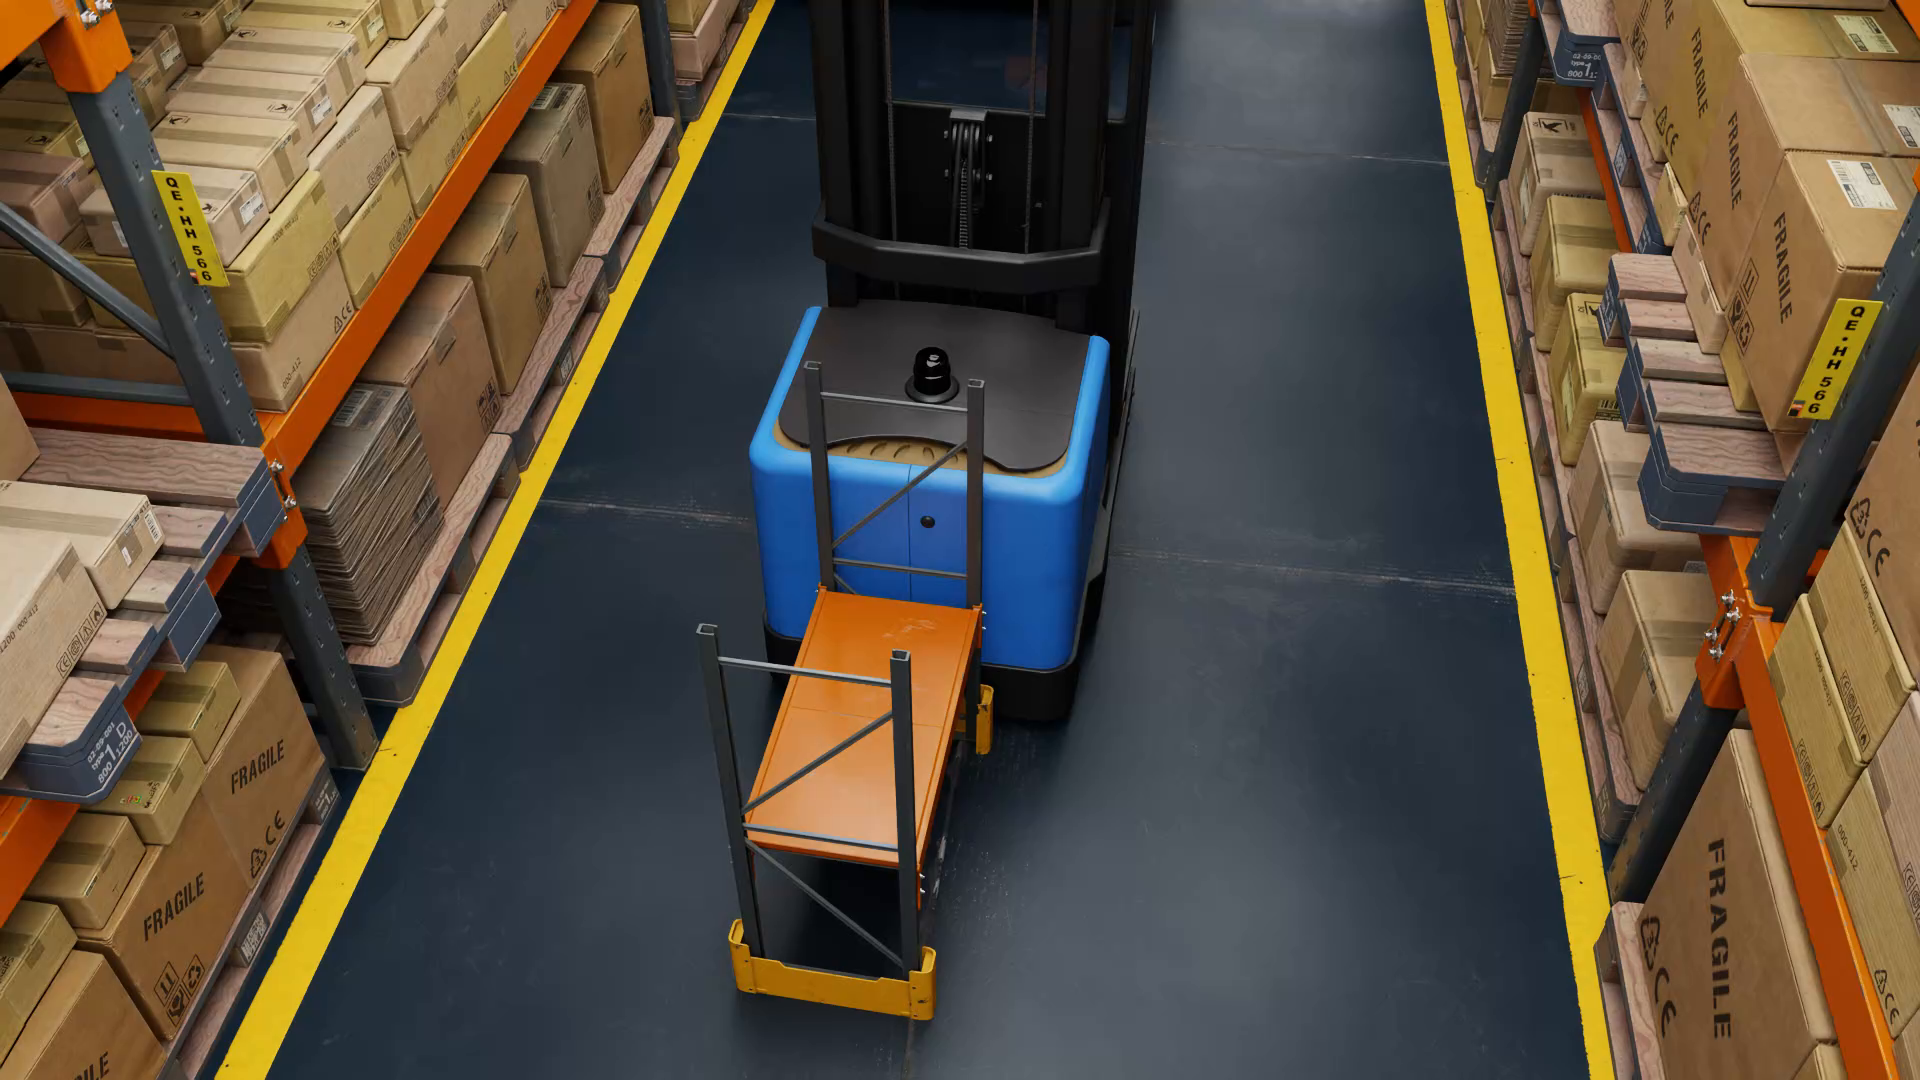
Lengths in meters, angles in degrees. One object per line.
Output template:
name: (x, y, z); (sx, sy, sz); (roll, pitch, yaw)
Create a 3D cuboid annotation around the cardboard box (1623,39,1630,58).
cardboard box: (2.518, -1.694, 5.735); (0.380, 0.149, 0.250); (6, 44, 6)

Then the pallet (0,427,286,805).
pallet: (-2.451, 0.125, 4.076); (1.213, 0.211, 1.003); (5, 44, 6)

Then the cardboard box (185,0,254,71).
cardboard box: (-2.513, -1.561, 5.462); (0.500, 0.250, 0.500); (5, 44, 5)

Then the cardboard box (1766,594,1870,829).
cardboard box: (2.175, 0.401, 3.754); (0.500, 0.250, 0.500); (5, 44, 5)

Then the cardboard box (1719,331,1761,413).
cardboard box: (2.263, -0.460, 4.431); (0.380, 0.149, 0.250); (6, 44, 6)

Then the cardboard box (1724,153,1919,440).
cardboard box: (2.274, -0.596, 4.103); (0.500, 0.500, 0.500); (4, 44, 4)

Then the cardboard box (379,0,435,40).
cardboard box: (-1.937, -1.756, 5.378); (0.380, 0.149, 0.250); (6, 44, 6)

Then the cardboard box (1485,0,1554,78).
cardboard box: (2.830, -2.544, 7.904); (0.500, 0.500, 0.500); (5, 44, 5)

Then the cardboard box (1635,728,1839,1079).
cardboard box: (2.316, 1.118, 4.127); (0.875, 0.875, 0.875); (5, 44, 5)

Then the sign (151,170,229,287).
sign: (-1.892, -0.762, 4.088); (0.100, 0.325, 0.005); (5, 44, 6)

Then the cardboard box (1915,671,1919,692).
cardboard box: (2.126, 0.289, 2.963); (0.500, 0.500, 0.500); (5, 44, 6)

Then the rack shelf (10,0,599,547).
rack shelf: (-2.167, -1.515, 6.191); (1.077, 0.370, 4.000); (5, 44, 6)

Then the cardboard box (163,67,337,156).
cardboard box: (-2.055, -1.235, 4.828); (0.380, 0.149, 0.250); (6, 44, 7)

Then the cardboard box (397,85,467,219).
cardboard box: (-1.998, -1.333, 5.585); (0.500, 0.250, 0.500); (4, 44, 4)

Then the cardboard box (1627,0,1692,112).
cardboard box: (2.470, -1.665, 5.233); (0.500, 0.500, 0.500); (4, 44, 4)

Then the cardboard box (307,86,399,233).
cardboard box: (-2.063, -1.161, 5.040); (0.500, 0.250, 0.500); (7, 44, 7)

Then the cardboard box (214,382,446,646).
cardboard box: (-2.335, -0.127, 5.624); (0.875, 0.625, 0.625); (7, 44, 7)

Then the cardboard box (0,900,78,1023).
cardboard box: (-2.409, 1.007, 4.046); (0.380, 0.149, 0.250); (6, 44, 7)

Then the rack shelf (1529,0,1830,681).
rack shelf: (2.754, -1.066, 5.717); (1.077, 0.370, 4.000); (5, 44, 6)

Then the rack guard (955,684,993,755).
rack guard: (-0.185, 0.558, 5.479); (0.587, 0.250, 0.087); (7, 44, 7)

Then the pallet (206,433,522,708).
pallet: (-2.284, 0.042, 6.052); (1.003, 0.211, 1.213); (5, 44, 6)

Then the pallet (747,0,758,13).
pallet: (-1.597, -3.498, 9.791); (1.003, 0.211, 1.213); (5, 44, 6)

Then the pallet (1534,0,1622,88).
pallet: (2.773, -2.113, 6.439); (1.003, 0.211, 1.213); (5, 44, 6)

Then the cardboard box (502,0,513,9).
cardboard box: (-1.848, -2.209, 6.147); (0.500, 0.250, 0.500); (6, 44, 6)

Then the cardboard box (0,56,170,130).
cardboard box: (-2.570, -1.284, 4.880); (0.380, 0.149, 0.250); (5, 44, 5)

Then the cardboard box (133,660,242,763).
cardboard box: (-2.246, 0.466, 4.617); (0.380, 0.149, 0.250); (3, 44, 3)

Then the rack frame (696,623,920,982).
rack frame: (-0.361, 0.779, 4.337); (0.500, 1.500, 0.032); (7, 44, 7)

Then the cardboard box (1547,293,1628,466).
cardboard box: (2.769, -0.567, 6.272); (0.950, 0.372, 0.625); (7, 44, 7)

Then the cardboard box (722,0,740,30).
cardboard box: (-1.459, -2.940, 8.868); (0.500, 0.250, 0.500); (4, 44, 5)

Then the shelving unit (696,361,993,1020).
shelving unit: (-0.273, 0.441, 4.694); (0.587, 1.500, 1.083); (7, 44, 7)

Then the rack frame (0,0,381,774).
rack frame: (-2.431, -0.413, 4.504); (1.000, 3.000, 0.127); (5, 44, 6)

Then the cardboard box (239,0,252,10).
cardboard box: (-2.545, -1.806, 5.432); (0.380, 0.149, 0.250); (5, 44, 5)

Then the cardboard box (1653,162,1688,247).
cardboard box: (2.316, -0.995, 4.996); (0.380, 0.149, 0.250); (6, 44, 6)

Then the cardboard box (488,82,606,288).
cardboard box: (-2.071, -1.544, 7.121); (0.875, 0.625, 0.625); (5, 44, 5)

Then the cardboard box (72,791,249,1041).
cardboard box: (-2.351, 0.990, 4.535); (0.500, 0.500, 0.500); (5, 44, 5)

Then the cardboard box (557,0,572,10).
cardboard box: (-1.771, -2.374, 6.685); (0.500, 0.250, 0.500); (5, 44, 5)

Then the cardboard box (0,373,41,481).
cardboard box: (-2.654, -0.265, 3.970); (0.500, 0.500, 0.500); (7, 44, 7)

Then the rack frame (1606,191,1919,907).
rack frame: (2.489, 0.036, 4.030); (1.000, 3.000, 0.127); (5, 44, 6)

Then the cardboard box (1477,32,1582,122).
cardboard box: (2.830, -2.272, 8.162); (0.500, 0.250, 0.500); (7, 44, 7)

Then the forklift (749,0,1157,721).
forklift: (0.110, -1.487, 5.689); (1.130, 2.935, 3.031); (7, 44, 7)

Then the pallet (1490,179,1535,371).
pallet: (2.917, -1.147, 7.308); (1.003, 0.211, 1.213); (5, 44, 6)
